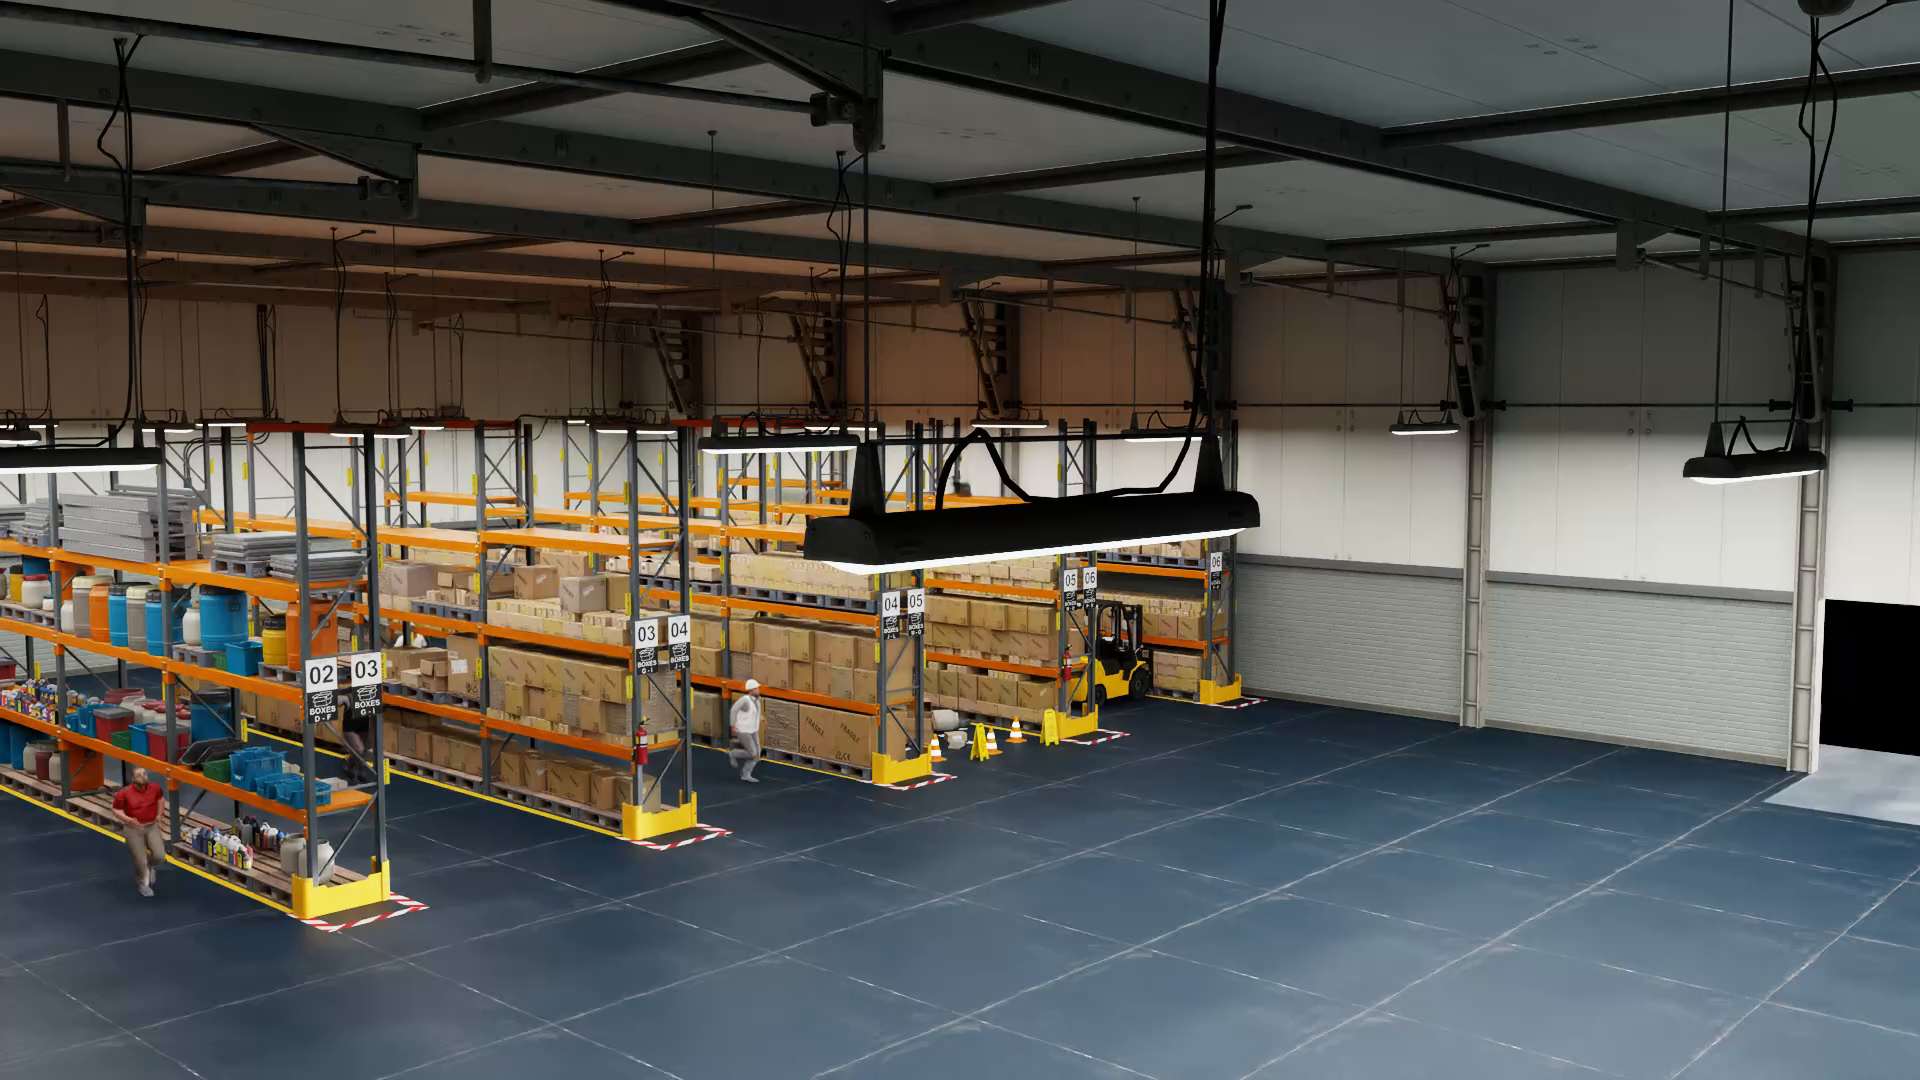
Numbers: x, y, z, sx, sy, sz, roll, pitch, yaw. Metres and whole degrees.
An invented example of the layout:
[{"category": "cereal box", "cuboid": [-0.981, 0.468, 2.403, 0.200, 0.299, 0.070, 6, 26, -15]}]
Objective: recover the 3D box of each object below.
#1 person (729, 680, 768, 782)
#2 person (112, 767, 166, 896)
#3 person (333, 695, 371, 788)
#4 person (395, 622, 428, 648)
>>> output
[{"category": "person", "cuboid": [-3.564, 3.205, 27.954, 0.681, 1.730, 0.693, 2, 5, 27]}, {"category": "person", "cuboid": [-10.514, 3.745, 21.398, 0.671, 1.685, 0.580, -4, 6, -44]}, {"category": "person", "cuboid": [-10.055, 3.223, 27.660, 0.851, 1.762, 0.679, 4, 6, 43]}, {"category": "person", "cuboid": [-11.628, 2.594, 35.281, 0.701, 1.744, 0.706, -4, 6, -38]}]
